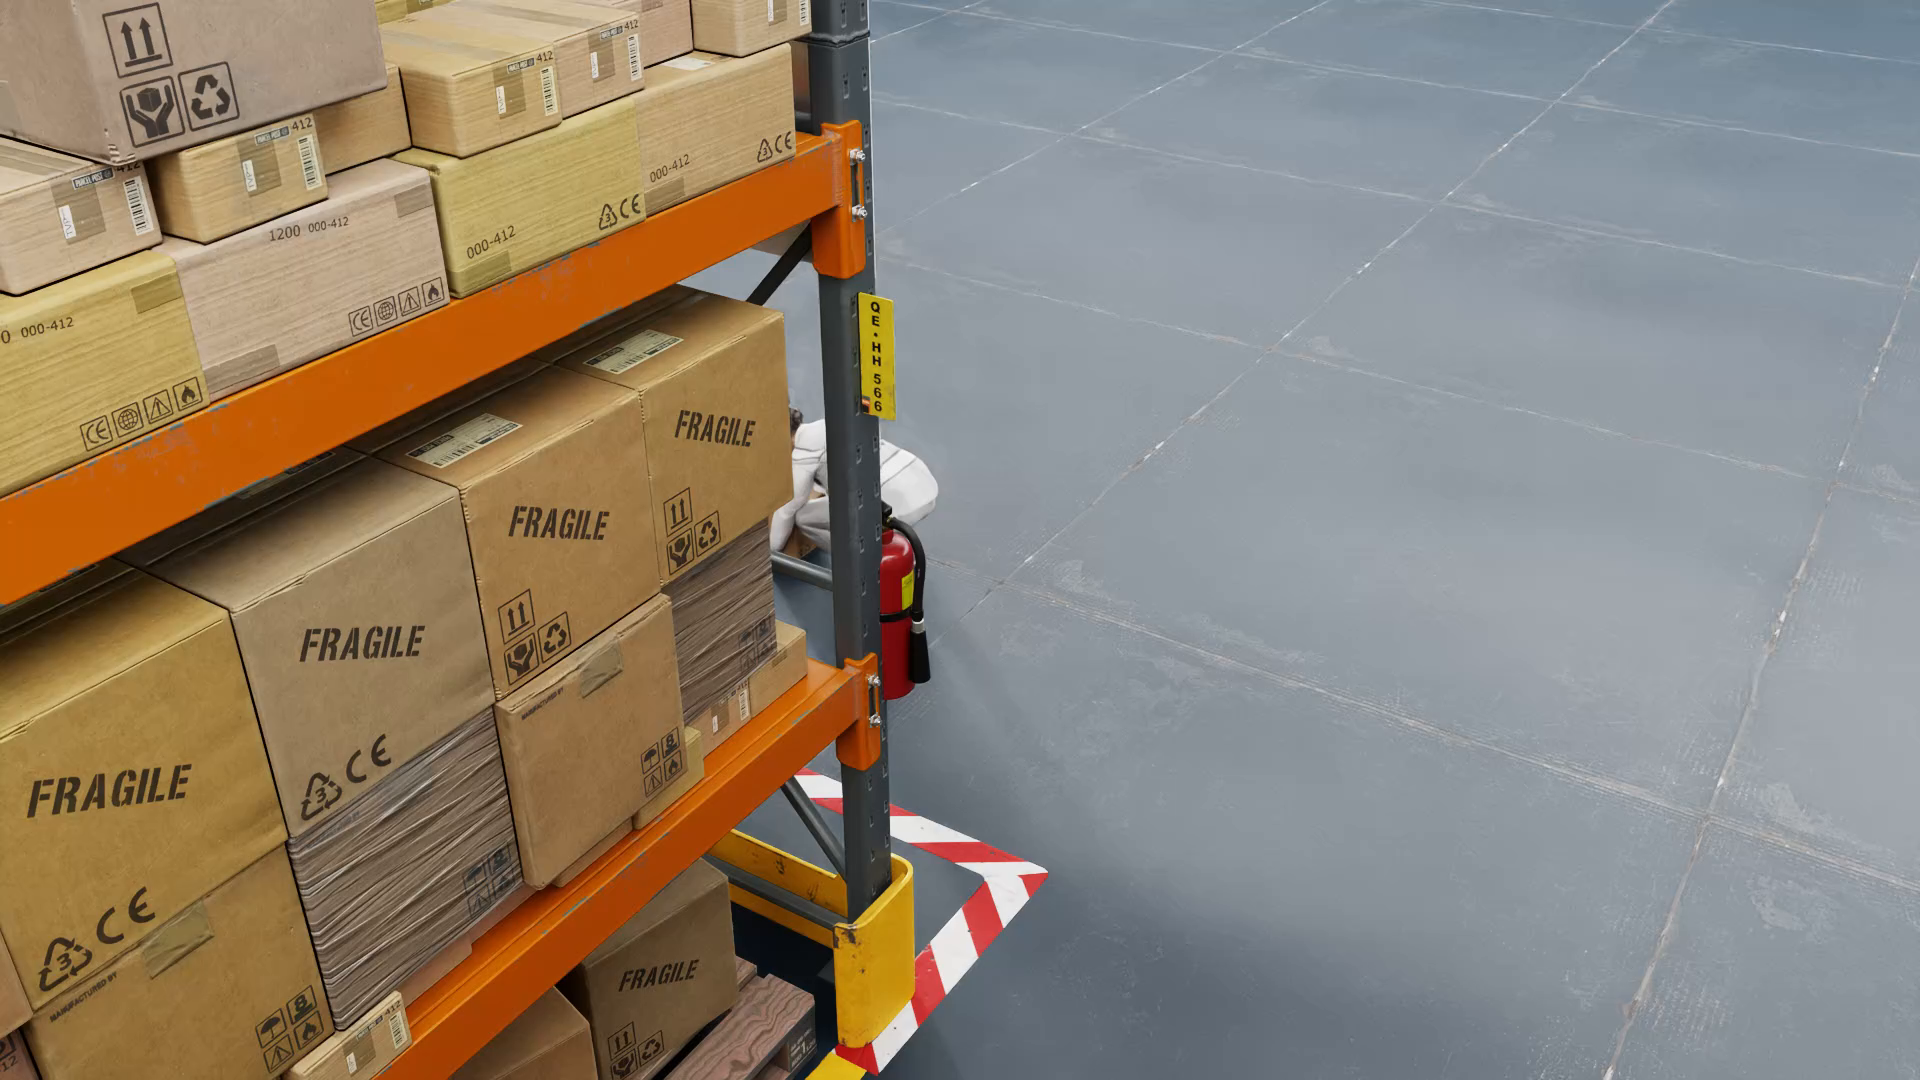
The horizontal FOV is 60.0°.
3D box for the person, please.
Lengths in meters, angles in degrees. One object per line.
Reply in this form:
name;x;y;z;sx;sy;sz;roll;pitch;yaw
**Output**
person;-0.530;-0.205;7.421;0.886;0.853;0.473;17;35;27
